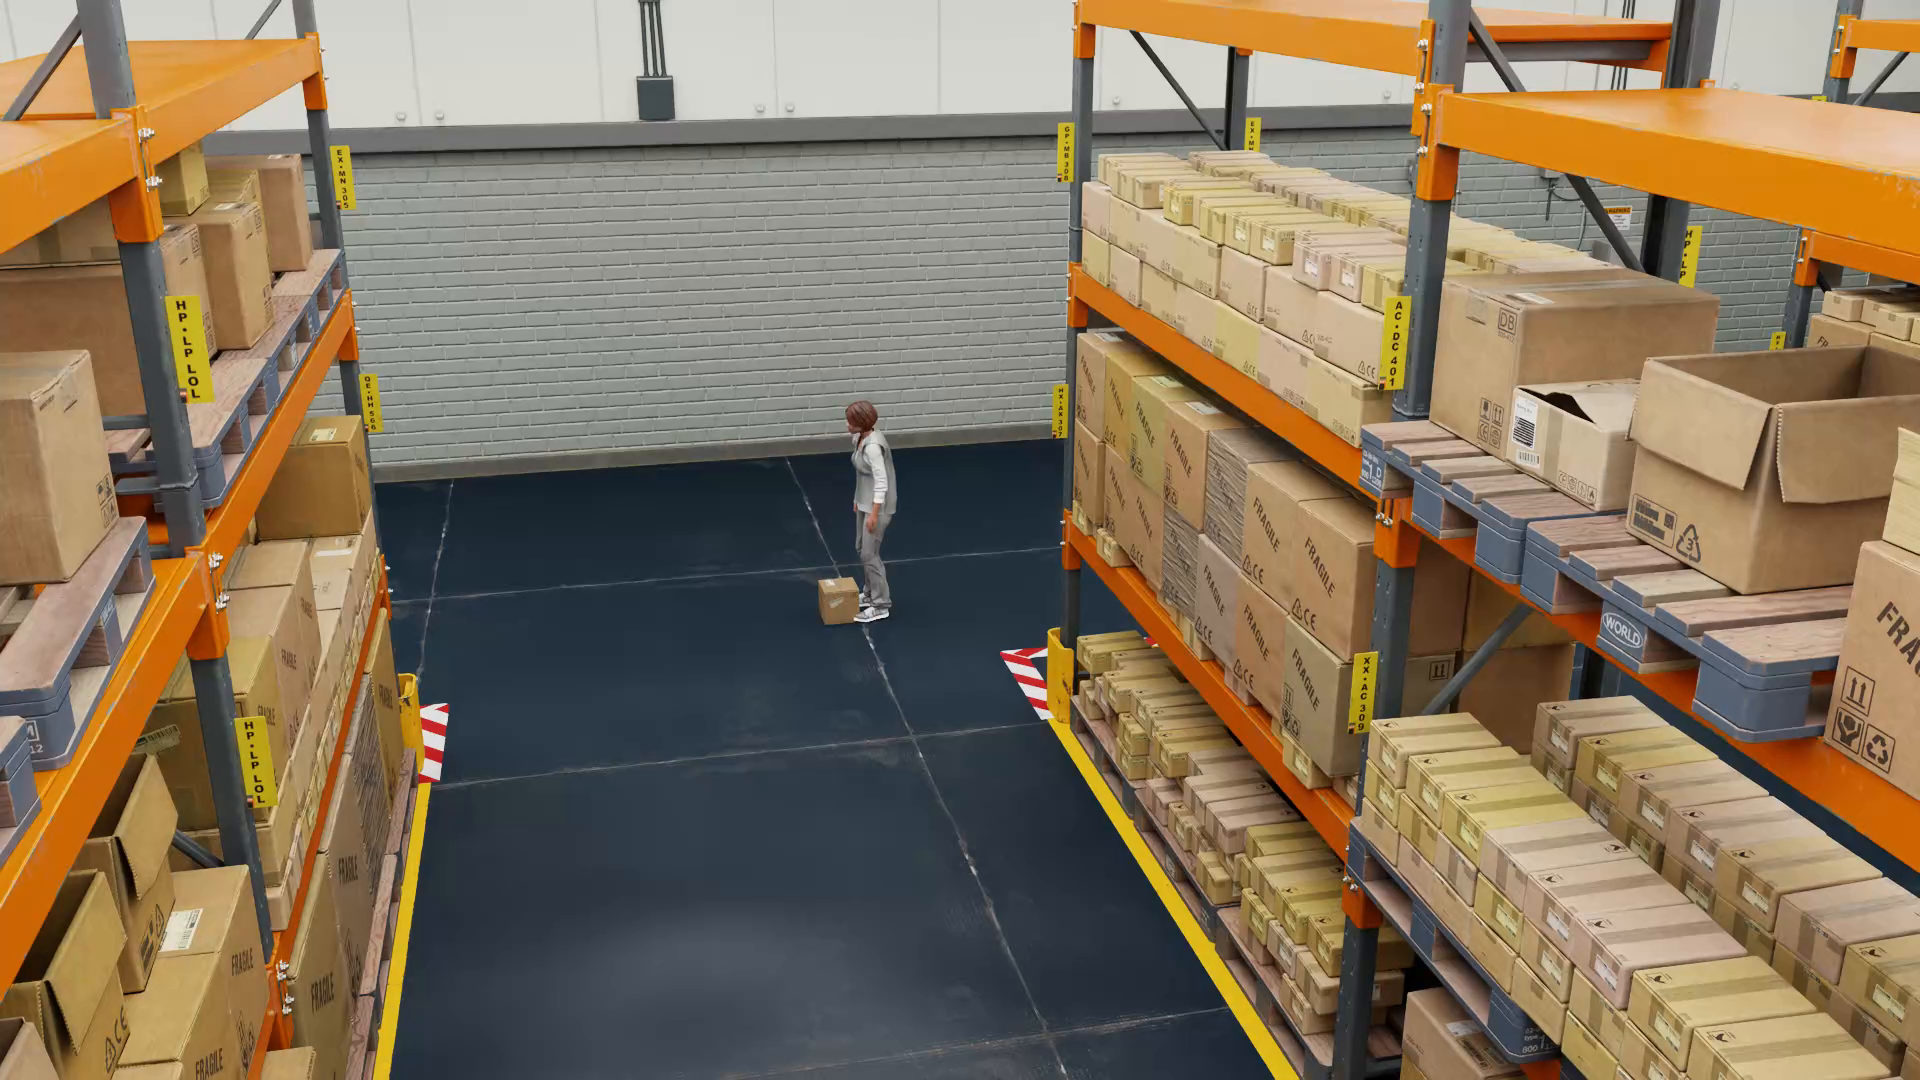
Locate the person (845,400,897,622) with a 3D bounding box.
[{"bbox_3d":[-0.628,-0.217,11.685,0.340,1.594,0.484,-6,21,-15],"label":"person"}]
